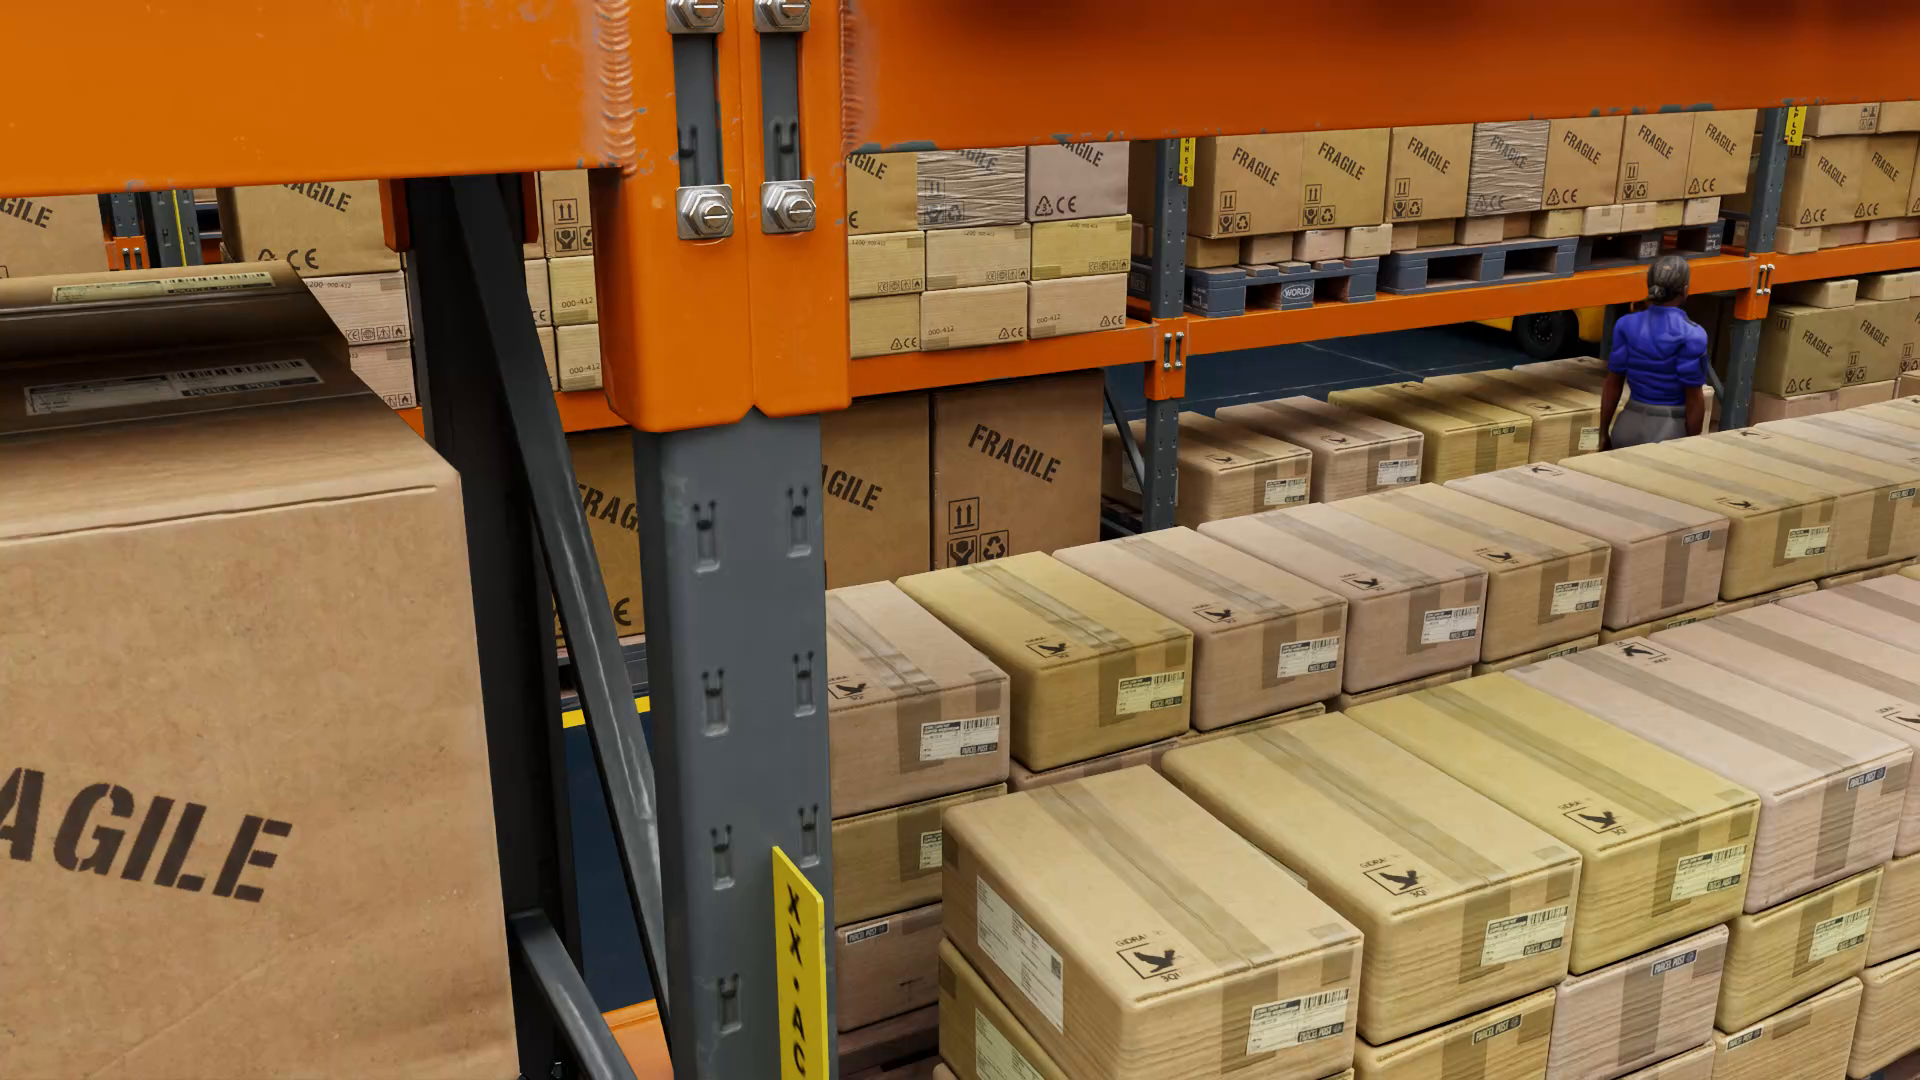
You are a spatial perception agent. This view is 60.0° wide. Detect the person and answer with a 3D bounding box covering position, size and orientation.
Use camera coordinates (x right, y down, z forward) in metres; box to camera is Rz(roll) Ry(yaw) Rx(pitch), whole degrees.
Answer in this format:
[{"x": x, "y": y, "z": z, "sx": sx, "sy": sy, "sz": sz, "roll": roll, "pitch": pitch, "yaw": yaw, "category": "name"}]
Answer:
[{"x": 3.157, "y": -0.462, "z": 7.416, "sx": 0.714, "sy": 1.645, "sz": 0.448, "roll": -13, "pitch": 22, "yaw": -33, "category": "person"}]
